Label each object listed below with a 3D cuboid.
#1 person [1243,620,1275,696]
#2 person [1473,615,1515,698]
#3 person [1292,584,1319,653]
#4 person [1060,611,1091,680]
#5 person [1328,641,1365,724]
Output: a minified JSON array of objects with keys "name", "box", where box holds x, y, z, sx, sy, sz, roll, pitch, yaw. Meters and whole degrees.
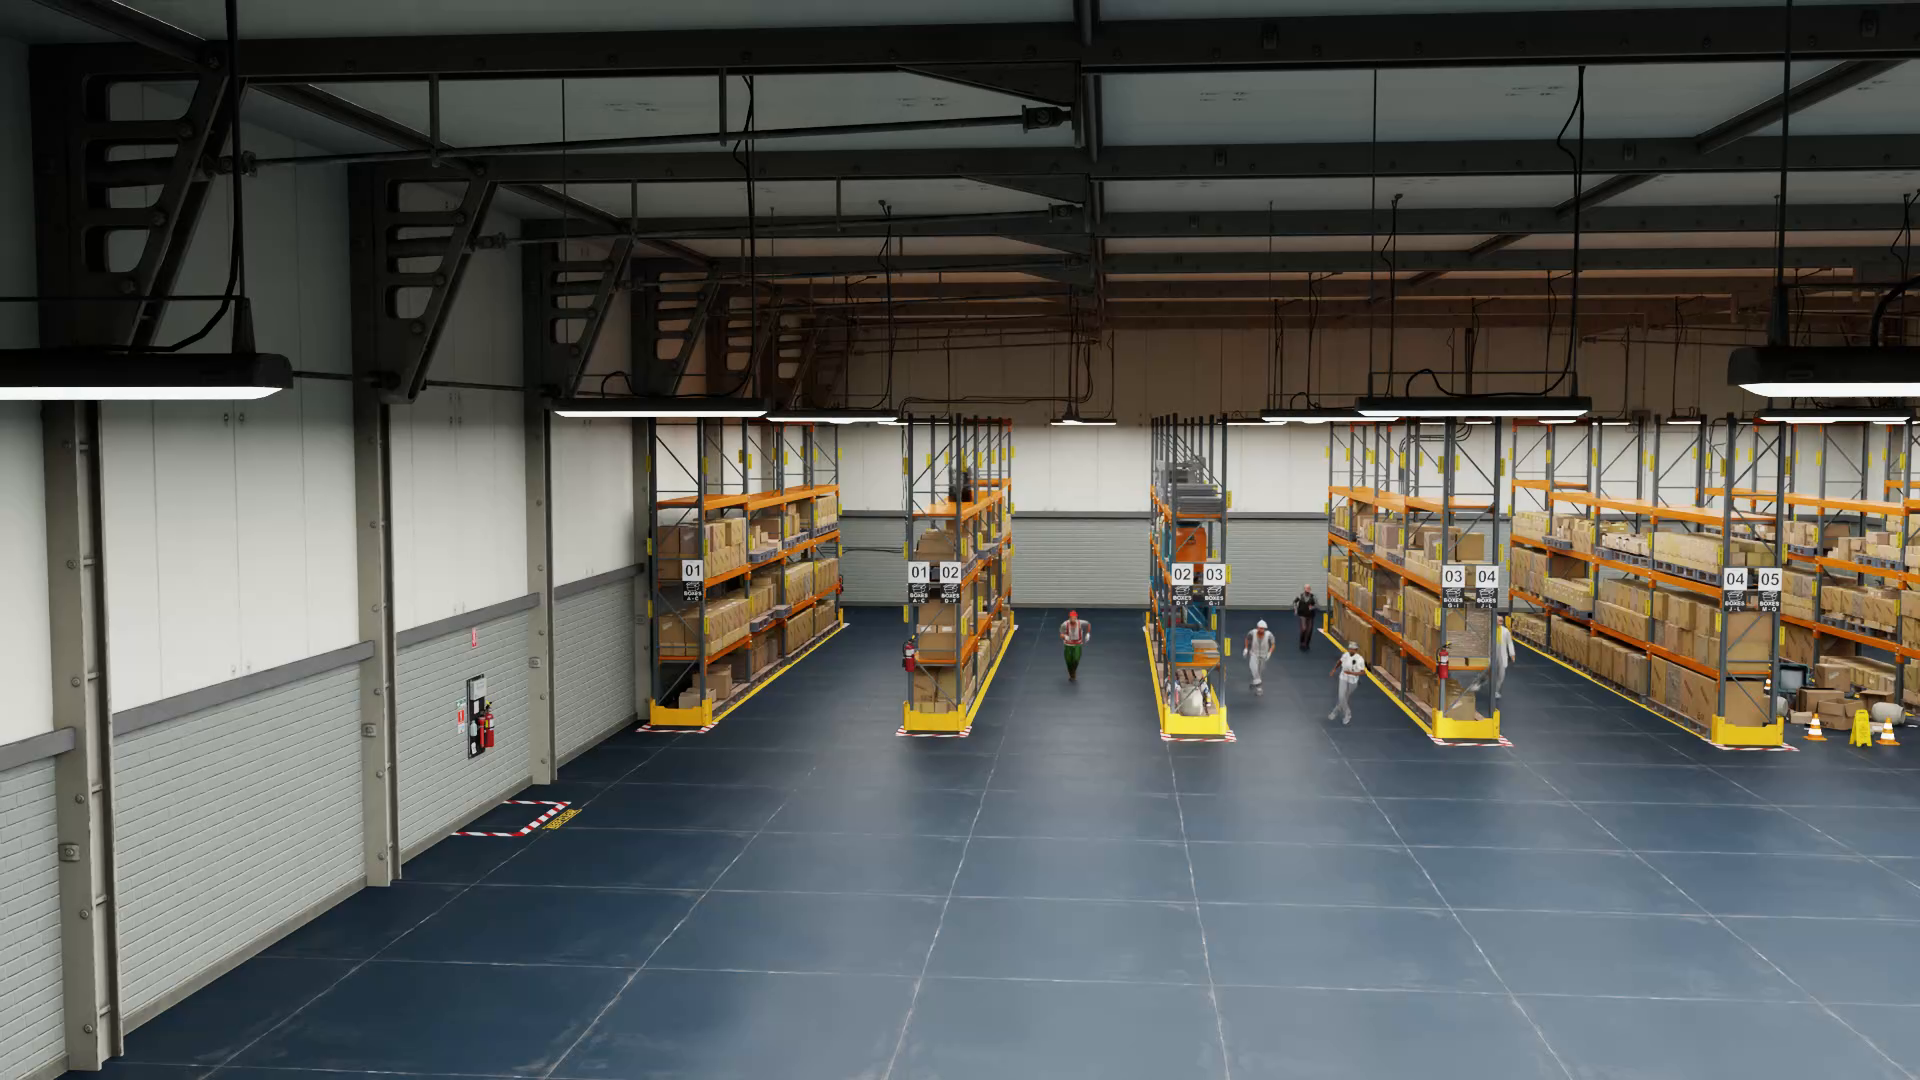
[{"name":"person","box":[6.413,2.494,35.735,0.675,1.628,1.099,0,4,4]},{"name":"person","box":[11.368,2.462,35.394,0.755,1.747,0.713,0,4,2]},{"name":"person","box":[8.866,2.005,42.562,0.619,1.748,0.726,0,4,-1]},{"name":"person","box":[2.596,2.385,37.471,0.700,1.627,0.877,0,4,1]},{"name":"person","box":[7.500,2.729,32.269,0.713,1.585,0.671,1,4,19]}]
